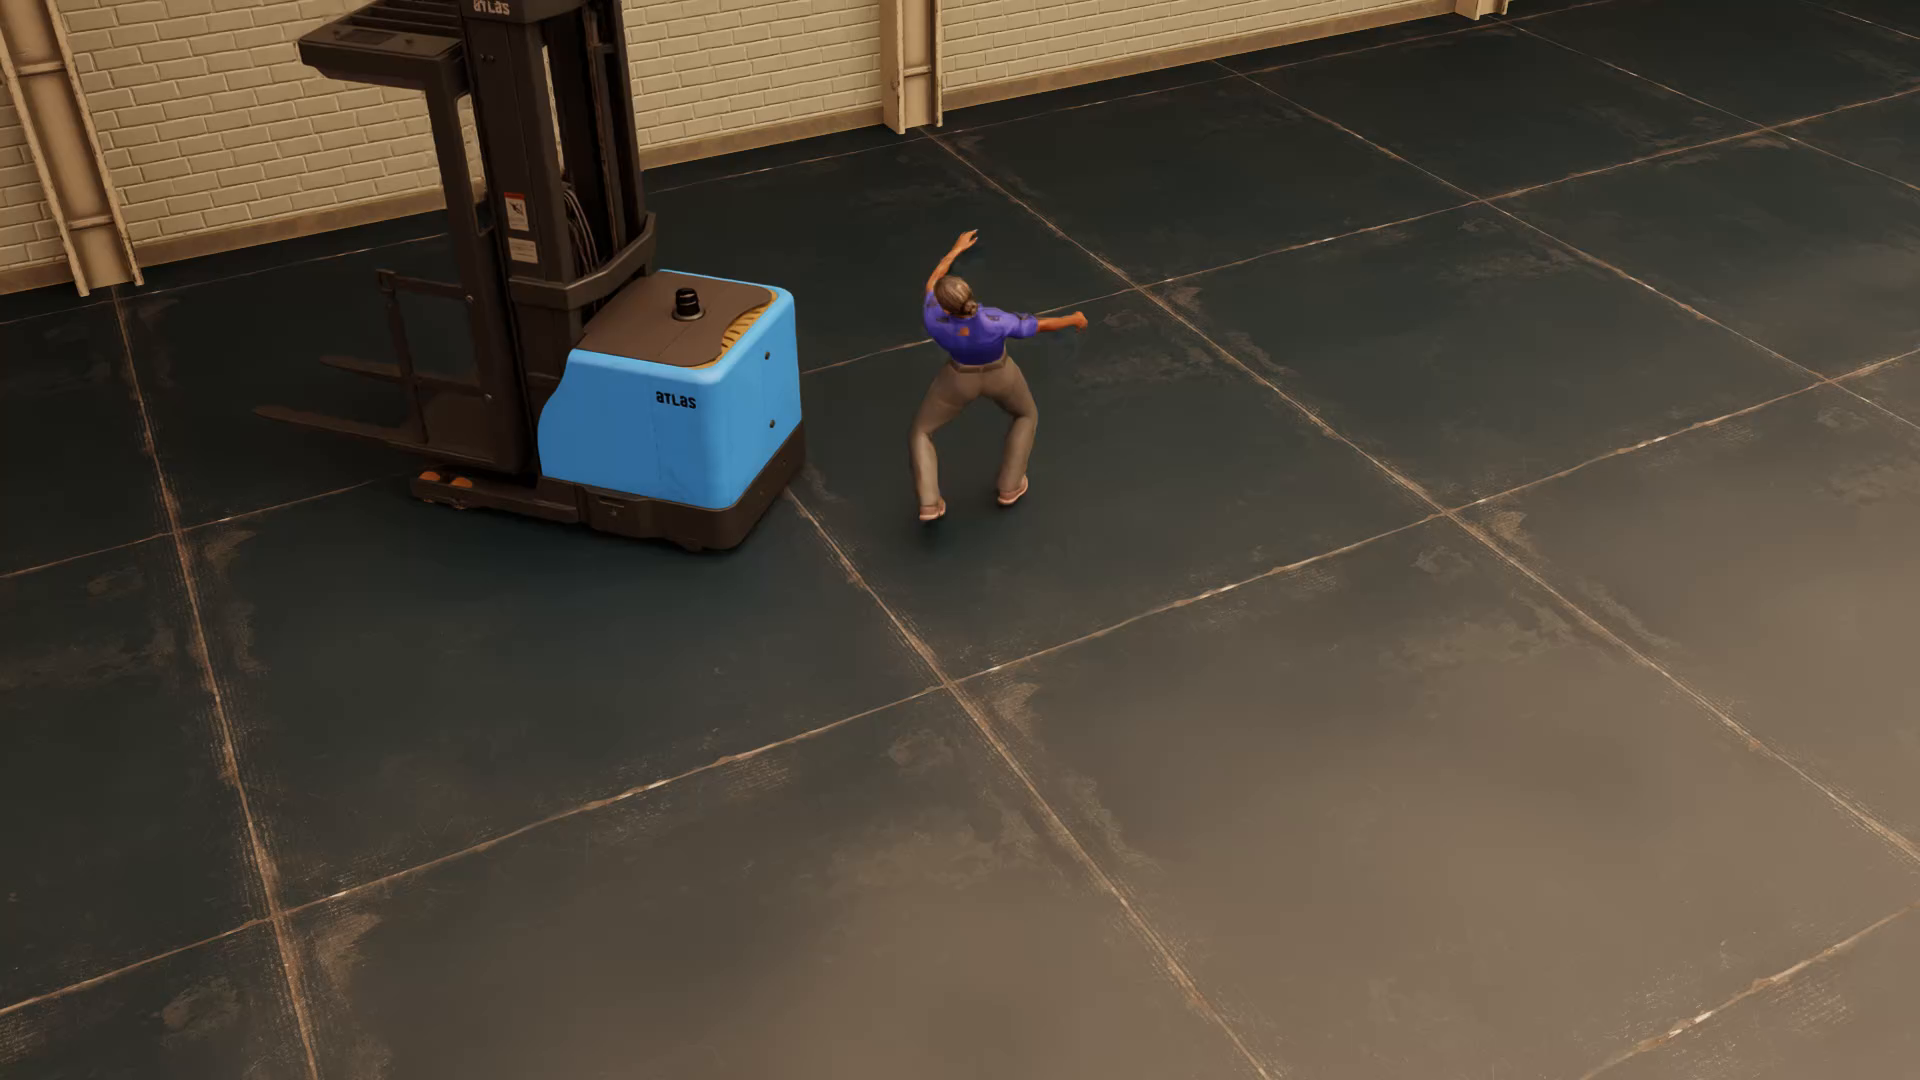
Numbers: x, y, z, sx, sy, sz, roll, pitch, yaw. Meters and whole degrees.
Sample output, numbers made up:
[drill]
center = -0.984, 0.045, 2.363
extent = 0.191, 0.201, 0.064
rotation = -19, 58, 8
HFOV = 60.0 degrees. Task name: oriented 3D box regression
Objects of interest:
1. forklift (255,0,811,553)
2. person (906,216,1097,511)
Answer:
[forklift]
center = -2.399, -1.634, 8.435
extent = 3.031, 2.935, 1.130
rotation = 11, 37, 15
[person]
center = 0.228, -0.861, 8.581
extent = 1.016, 1.479, 0.693
rotation = -6, 36, -8
